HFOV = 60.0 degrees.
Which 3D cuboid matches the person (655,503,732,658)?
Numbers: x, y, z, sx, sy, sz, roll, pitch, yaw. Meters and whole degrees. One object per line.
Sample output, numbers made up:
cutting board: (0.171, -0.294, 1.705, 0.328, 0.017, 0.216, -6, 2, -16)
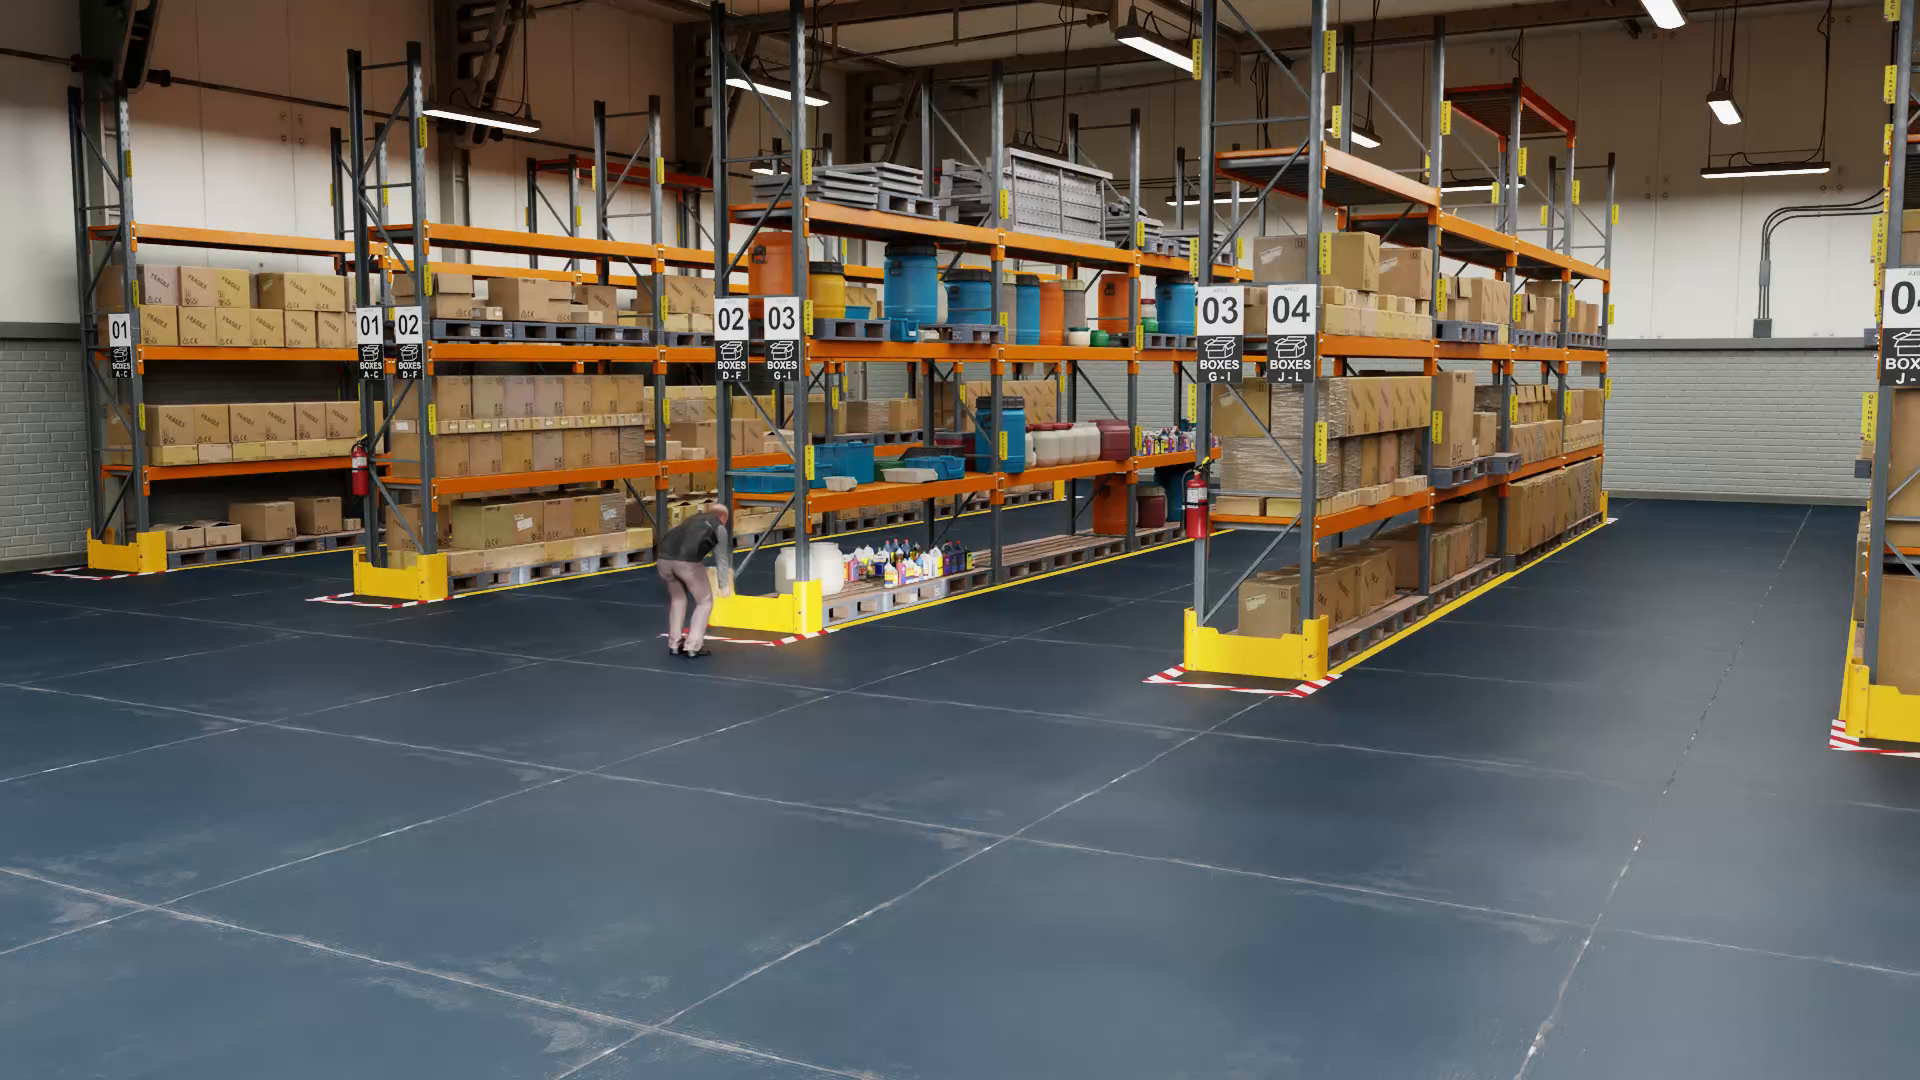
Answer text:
person: (-2.346, 0.350, 14.872, 0.469, 1.309, 0.897, 3, 7, 27)
